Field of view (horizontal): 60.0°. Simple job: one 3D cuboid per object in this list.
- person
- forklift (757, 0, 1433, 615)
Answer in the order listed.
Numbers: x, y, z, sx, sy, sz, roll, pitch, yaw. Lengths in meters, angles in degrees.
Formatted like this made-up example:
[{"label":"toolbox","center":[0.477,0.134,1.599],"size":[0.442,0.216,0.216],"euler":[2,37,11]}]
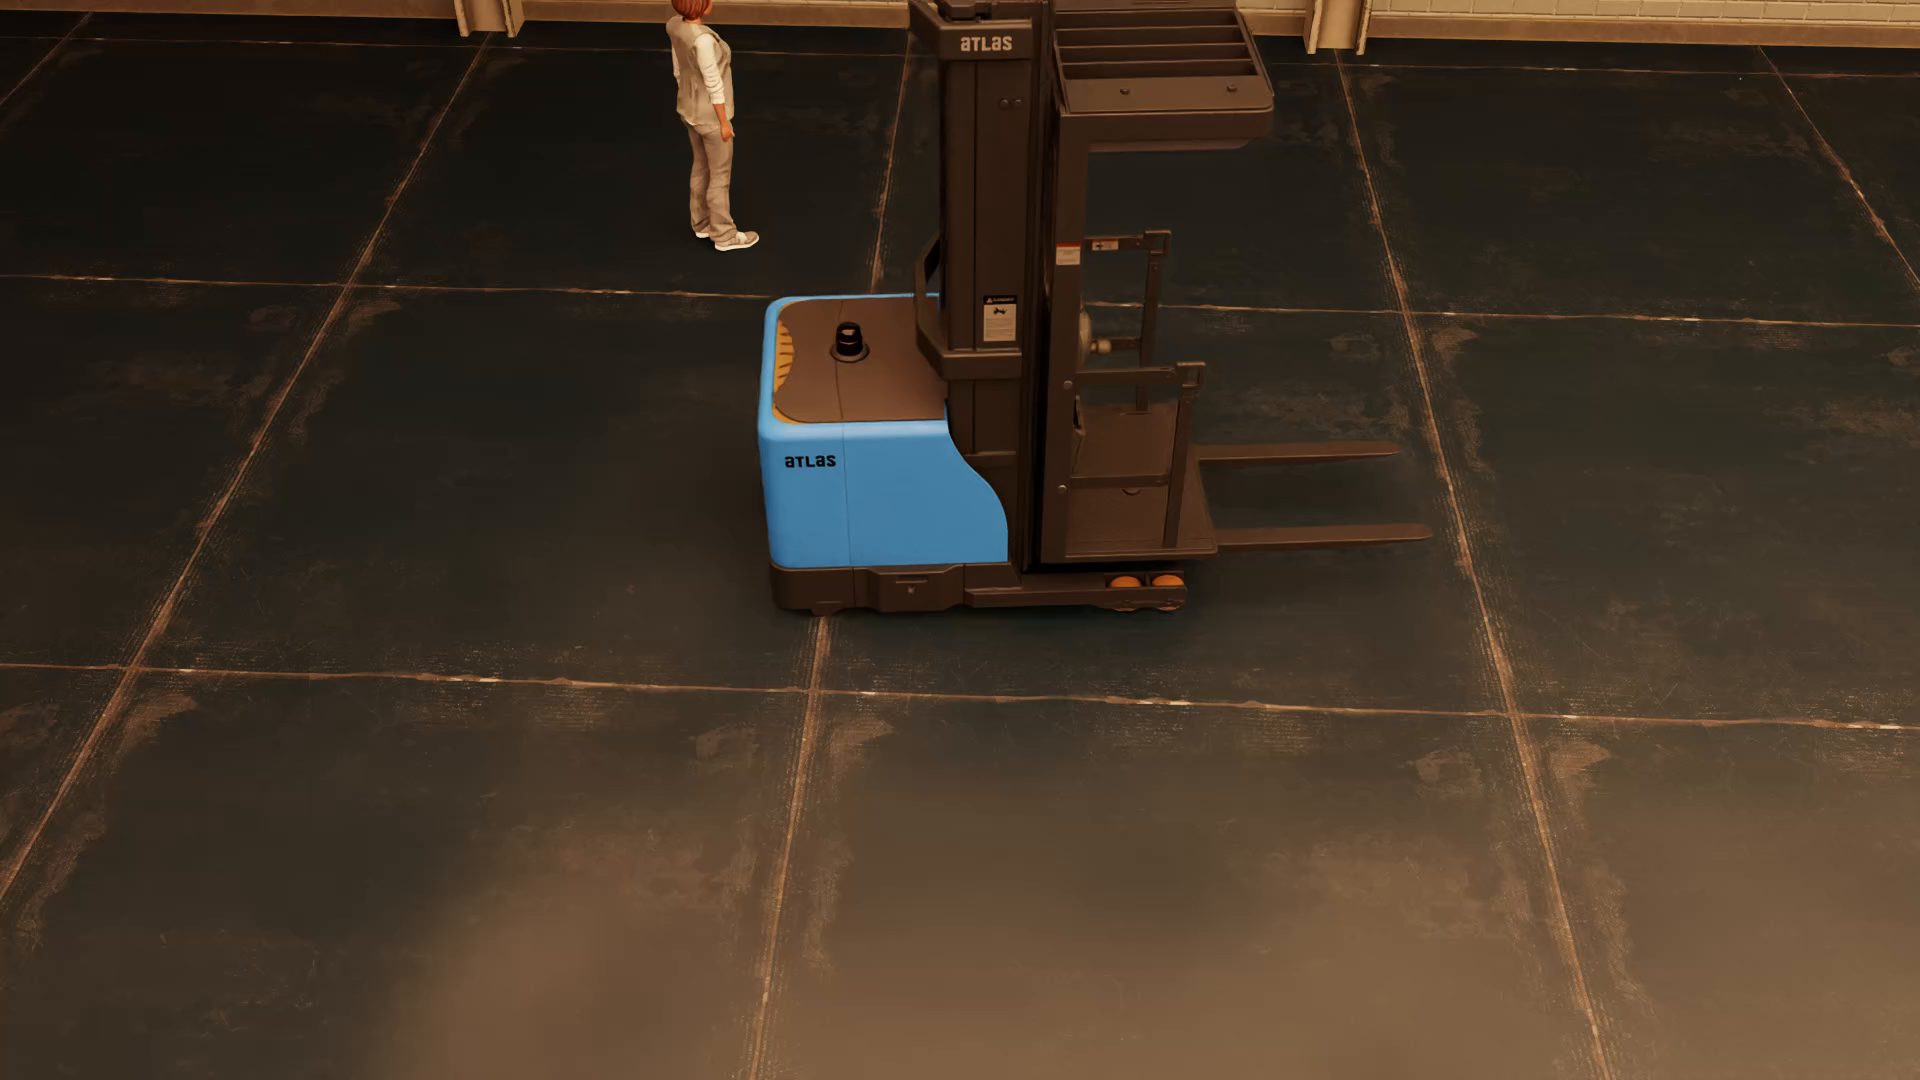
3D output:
[{"label":"person","center":[-1.416,-2.392,9.350],"size":[0.314,1.604,0.411],"euler":[-28,49,-27]},{"label":"forklift","center":[0.638,-1.114,6.963],"size":[3.031,2.935,1.130],"euler":[-2,42,-2]}]
